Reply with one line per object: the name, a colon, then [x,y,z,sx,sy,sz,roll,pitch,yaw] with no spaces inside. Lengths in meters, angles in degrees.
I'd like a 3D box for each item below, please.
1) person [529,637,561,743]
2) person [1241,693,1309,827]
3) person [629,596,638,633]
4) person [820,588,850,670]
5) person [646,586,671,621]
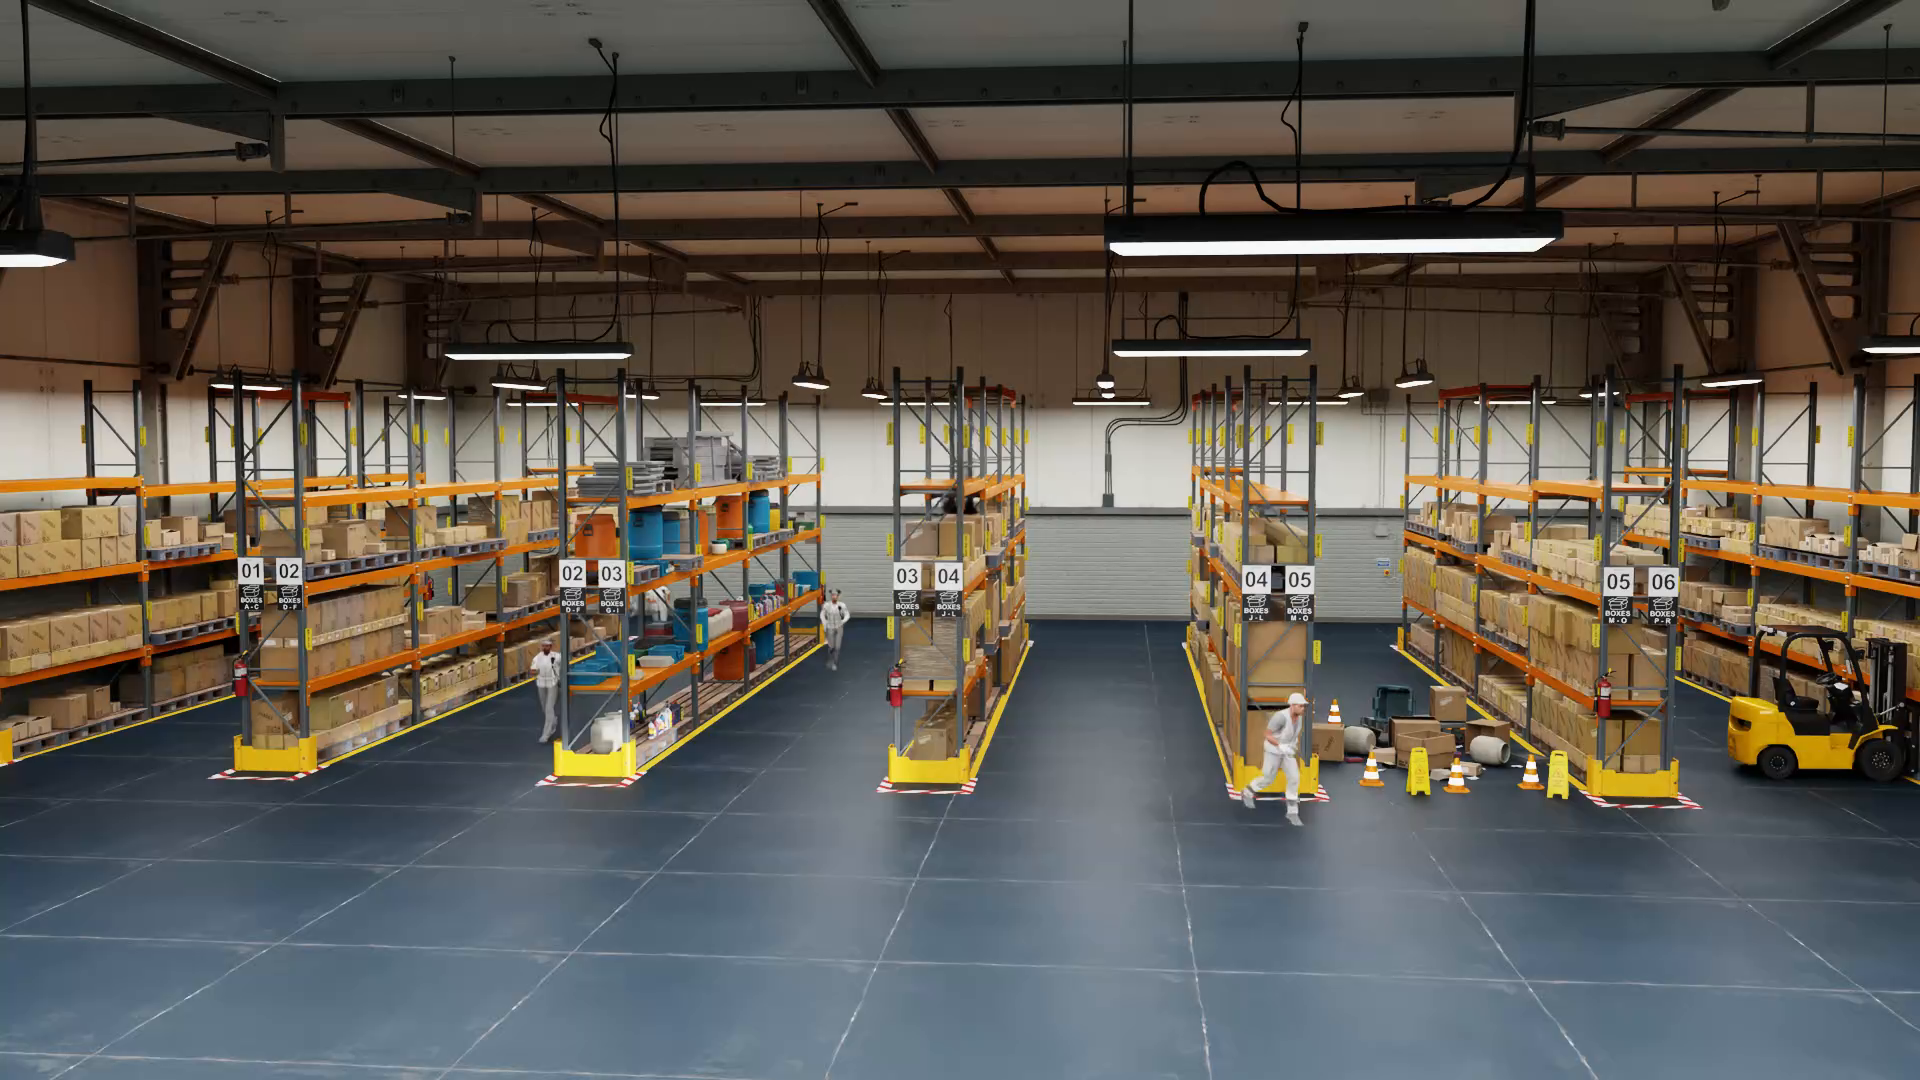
person: [-6.787,2.427,27.441,0.566,1.699,0.929,0,4,7]
person: [4.111,2.817,21.738,0.694,1.733,1.055,-3,5,-43]
person: [-8.471,1.504,42.344,0.521,1.744,0.708,1,4,15]
person: [-2.517,1.802,33.571,0.604,1.667,0.529,0,4,-4]
person: [-7.238,1.712,39.921,0.563,1.710,0.740,0,4,-6]
